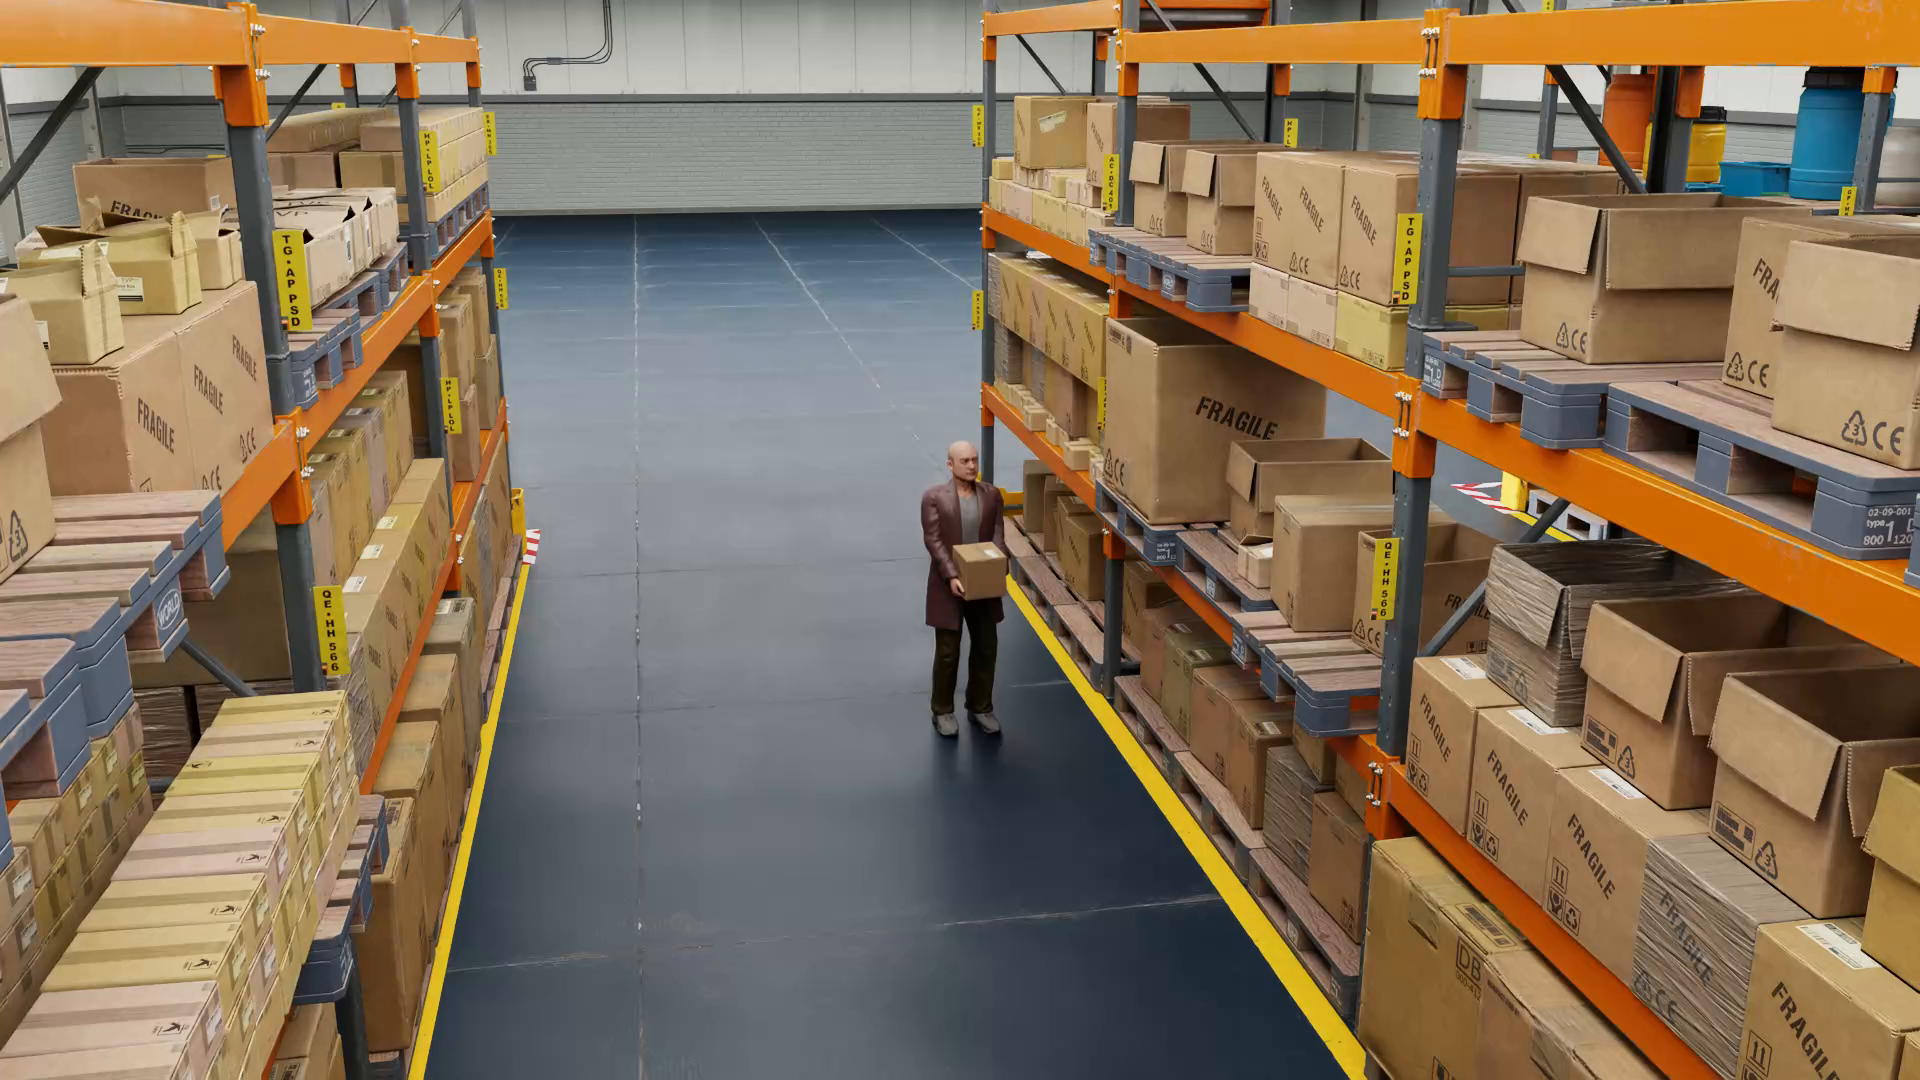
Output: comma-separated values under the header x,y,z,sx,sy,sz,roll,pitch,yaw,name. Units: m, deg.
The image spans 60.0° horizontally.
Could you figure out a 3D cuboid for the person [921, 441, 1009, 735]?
x,y,z,sx,sy,sz,roll,pitch,yaw,name
0.060,0.404,10.023,0.530,1.573,0.563,-6,17,-19,person
